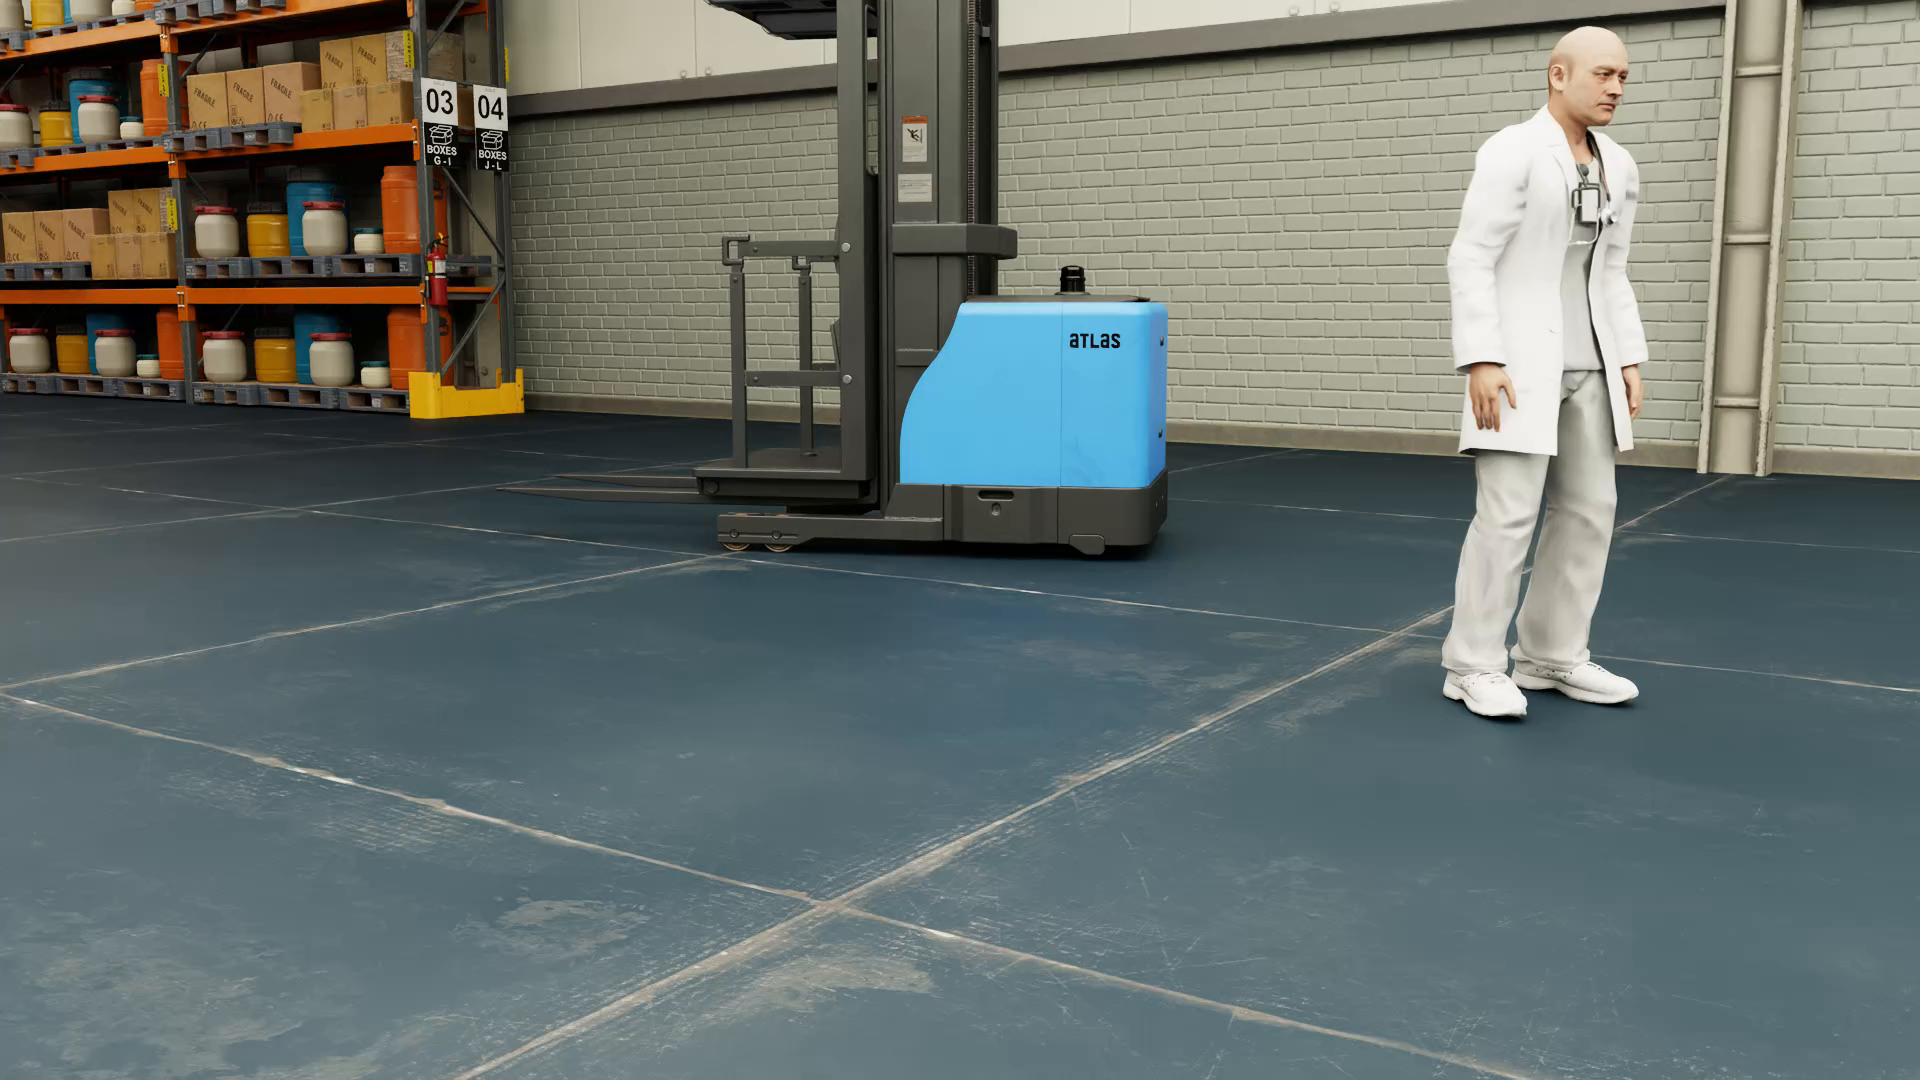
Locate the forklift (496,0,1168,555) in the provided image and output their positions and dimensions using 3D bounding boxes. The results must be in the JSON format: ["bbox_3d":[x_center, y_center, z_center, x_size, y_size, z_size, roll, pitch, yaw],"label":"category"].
[{"bbox_3d":[-0.596,-1.469,7.520,3.031,2.935,1.130,2,8,12],"label":"forklift"}]

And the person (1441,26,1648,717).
[{"bbox_3d":[1.574,-0.445,4.432,0.655,1.774,0.422,-4,9,-27],"label":"person"}]
